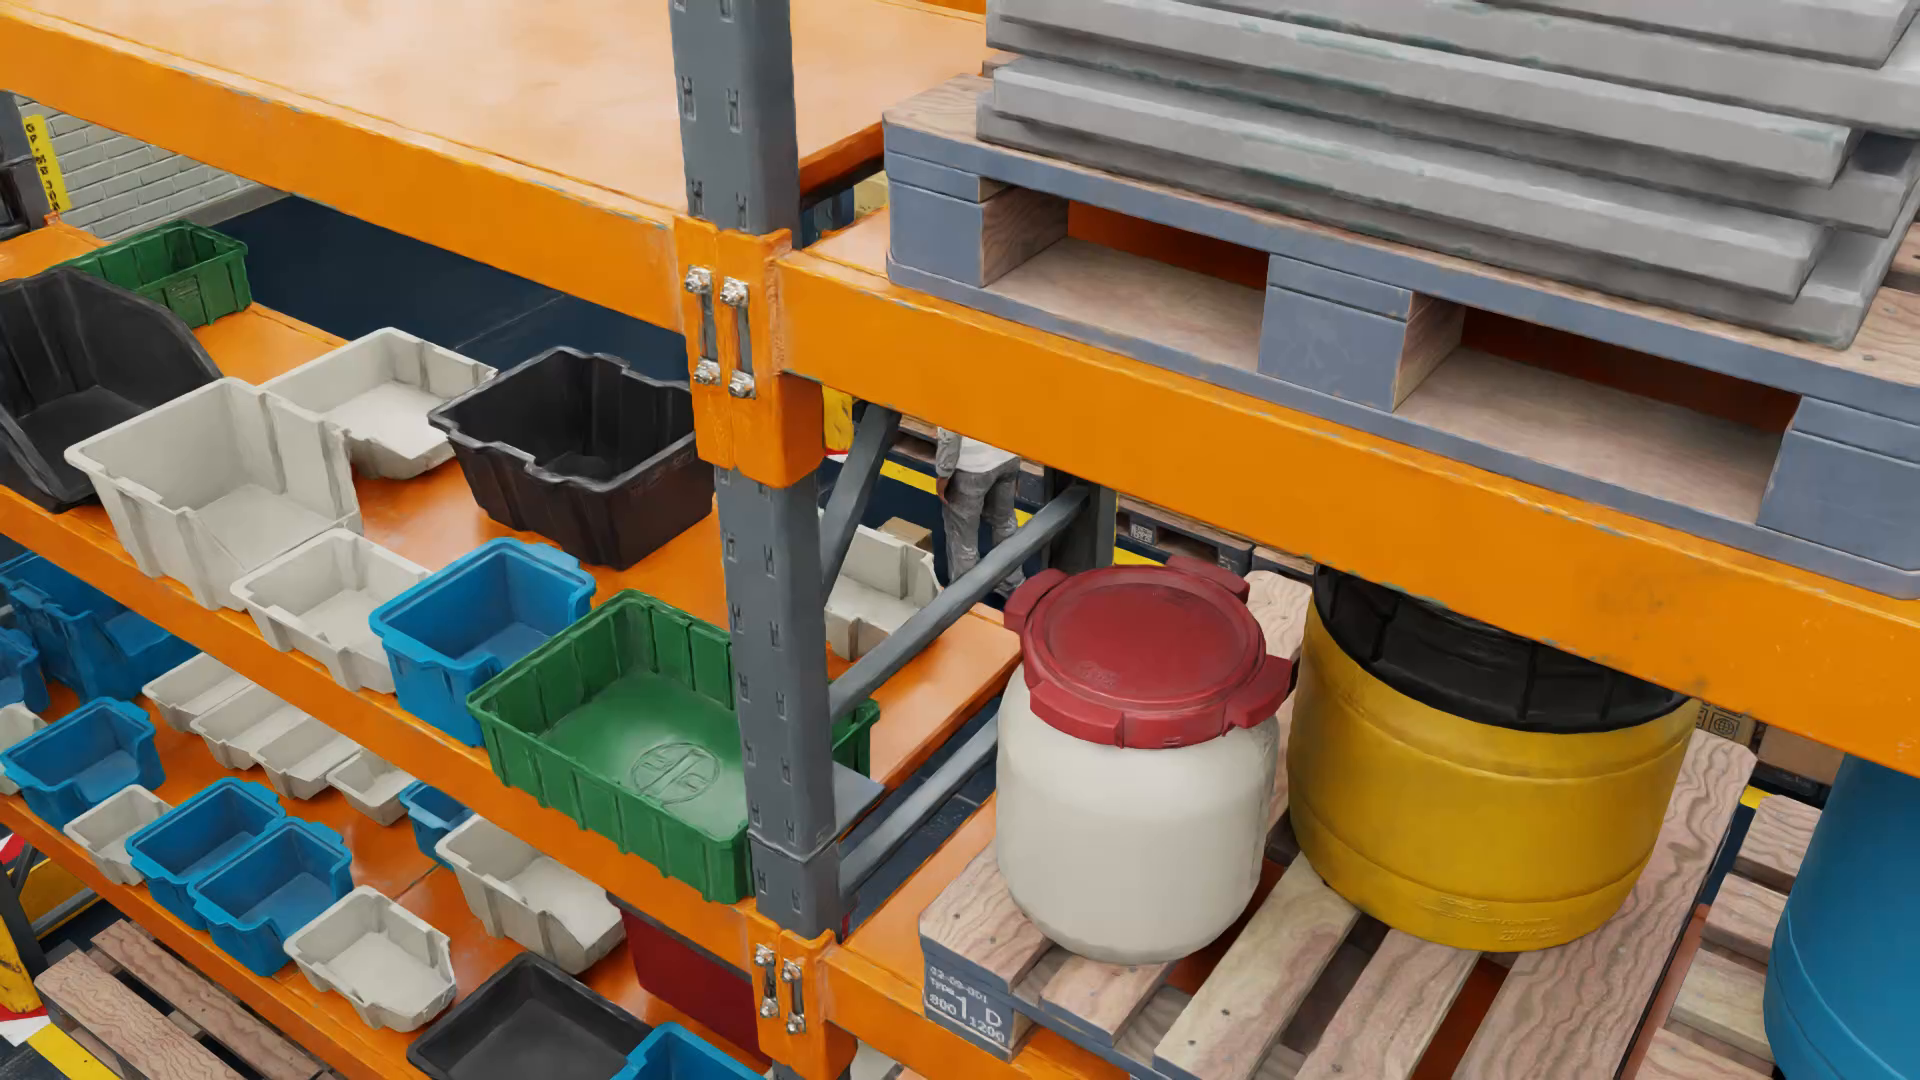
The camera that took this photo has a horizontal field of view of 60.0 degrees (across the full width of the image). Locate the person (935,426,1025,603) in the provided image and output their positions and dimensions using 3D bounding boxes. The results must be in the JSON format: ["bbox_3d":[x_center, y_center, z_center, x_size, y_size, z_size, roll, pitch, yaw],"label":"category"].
[{"bbox_3d":[0.069,-0.397,7.869,0.388,1.799,0.559,28,43,35],"label":"person"}]
